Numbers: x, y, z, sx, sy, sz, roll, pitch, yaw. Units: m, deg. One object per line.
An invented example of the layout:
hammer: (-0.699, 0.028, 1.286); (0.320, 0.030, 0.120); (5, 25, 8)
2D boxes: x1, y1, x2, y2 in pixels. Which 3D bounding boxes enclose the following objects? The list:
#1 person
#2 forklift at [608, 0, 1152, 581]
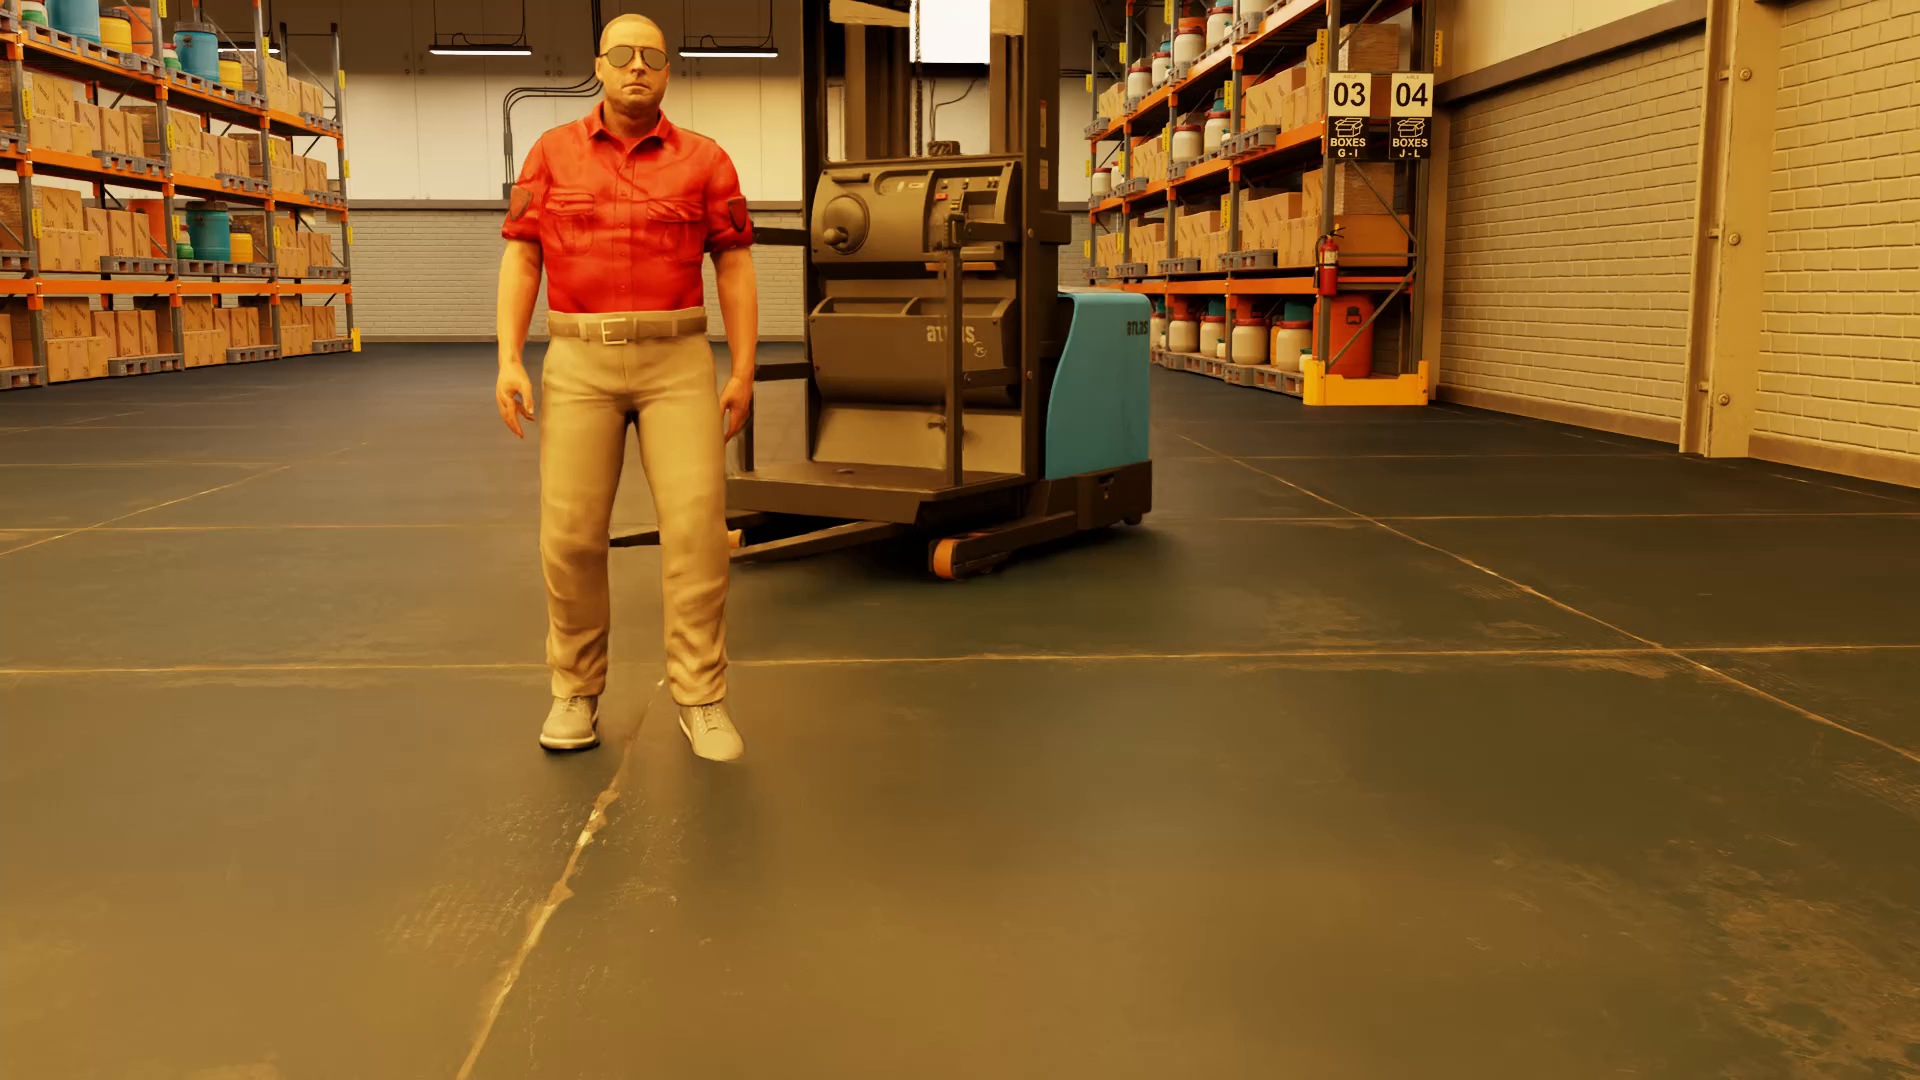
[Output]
person: (-0.786, -0.352, 3.946); (0.619, 1.759, 0.490); (-1, 9, -8)
forklift: (-0.308, -1.370, 6.555); (1.130, 2.935, 3.031); (5, 10, 31)
